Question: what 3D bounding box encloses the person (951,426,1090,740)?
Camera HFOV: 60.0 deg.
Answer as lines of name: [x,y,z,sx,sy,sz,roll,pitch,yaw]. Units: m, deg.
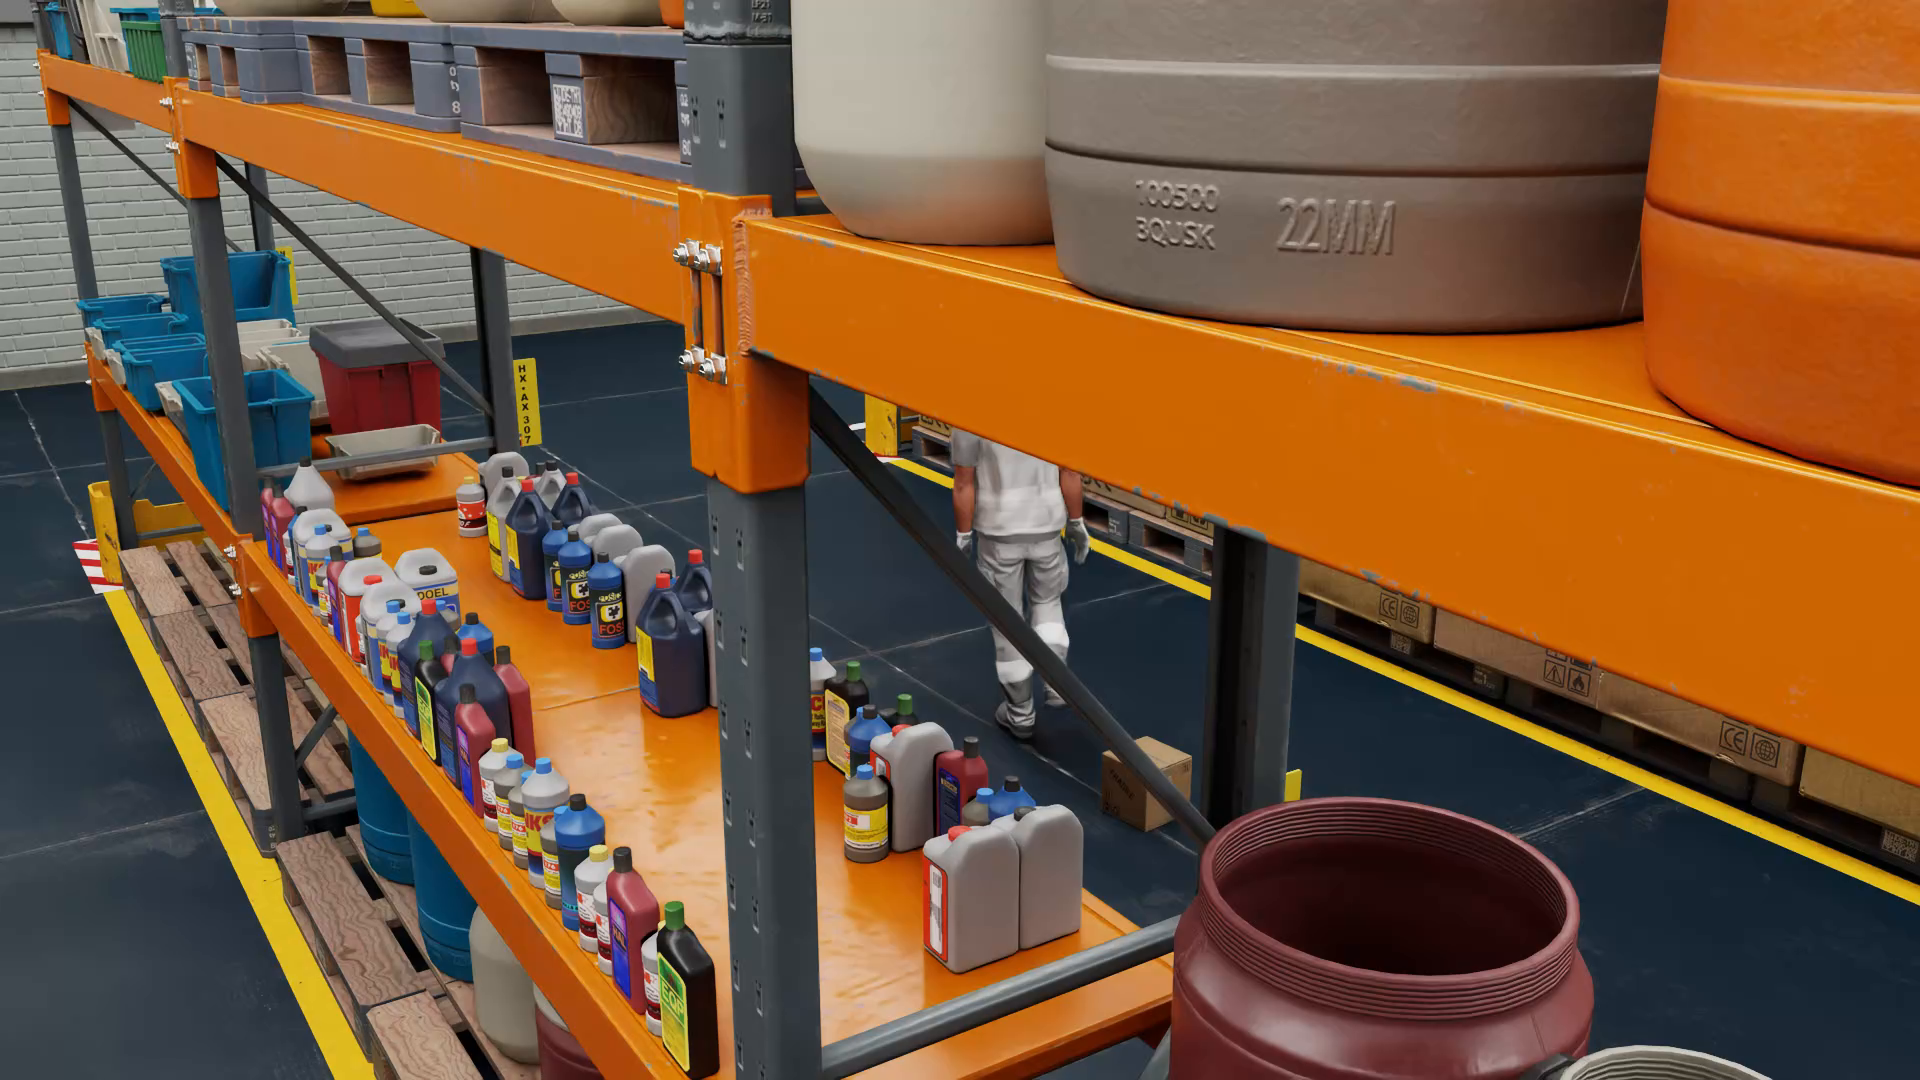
person: [0.257,-0.021,7.050,0.587,1.779,0.537,-5,18,-14]
